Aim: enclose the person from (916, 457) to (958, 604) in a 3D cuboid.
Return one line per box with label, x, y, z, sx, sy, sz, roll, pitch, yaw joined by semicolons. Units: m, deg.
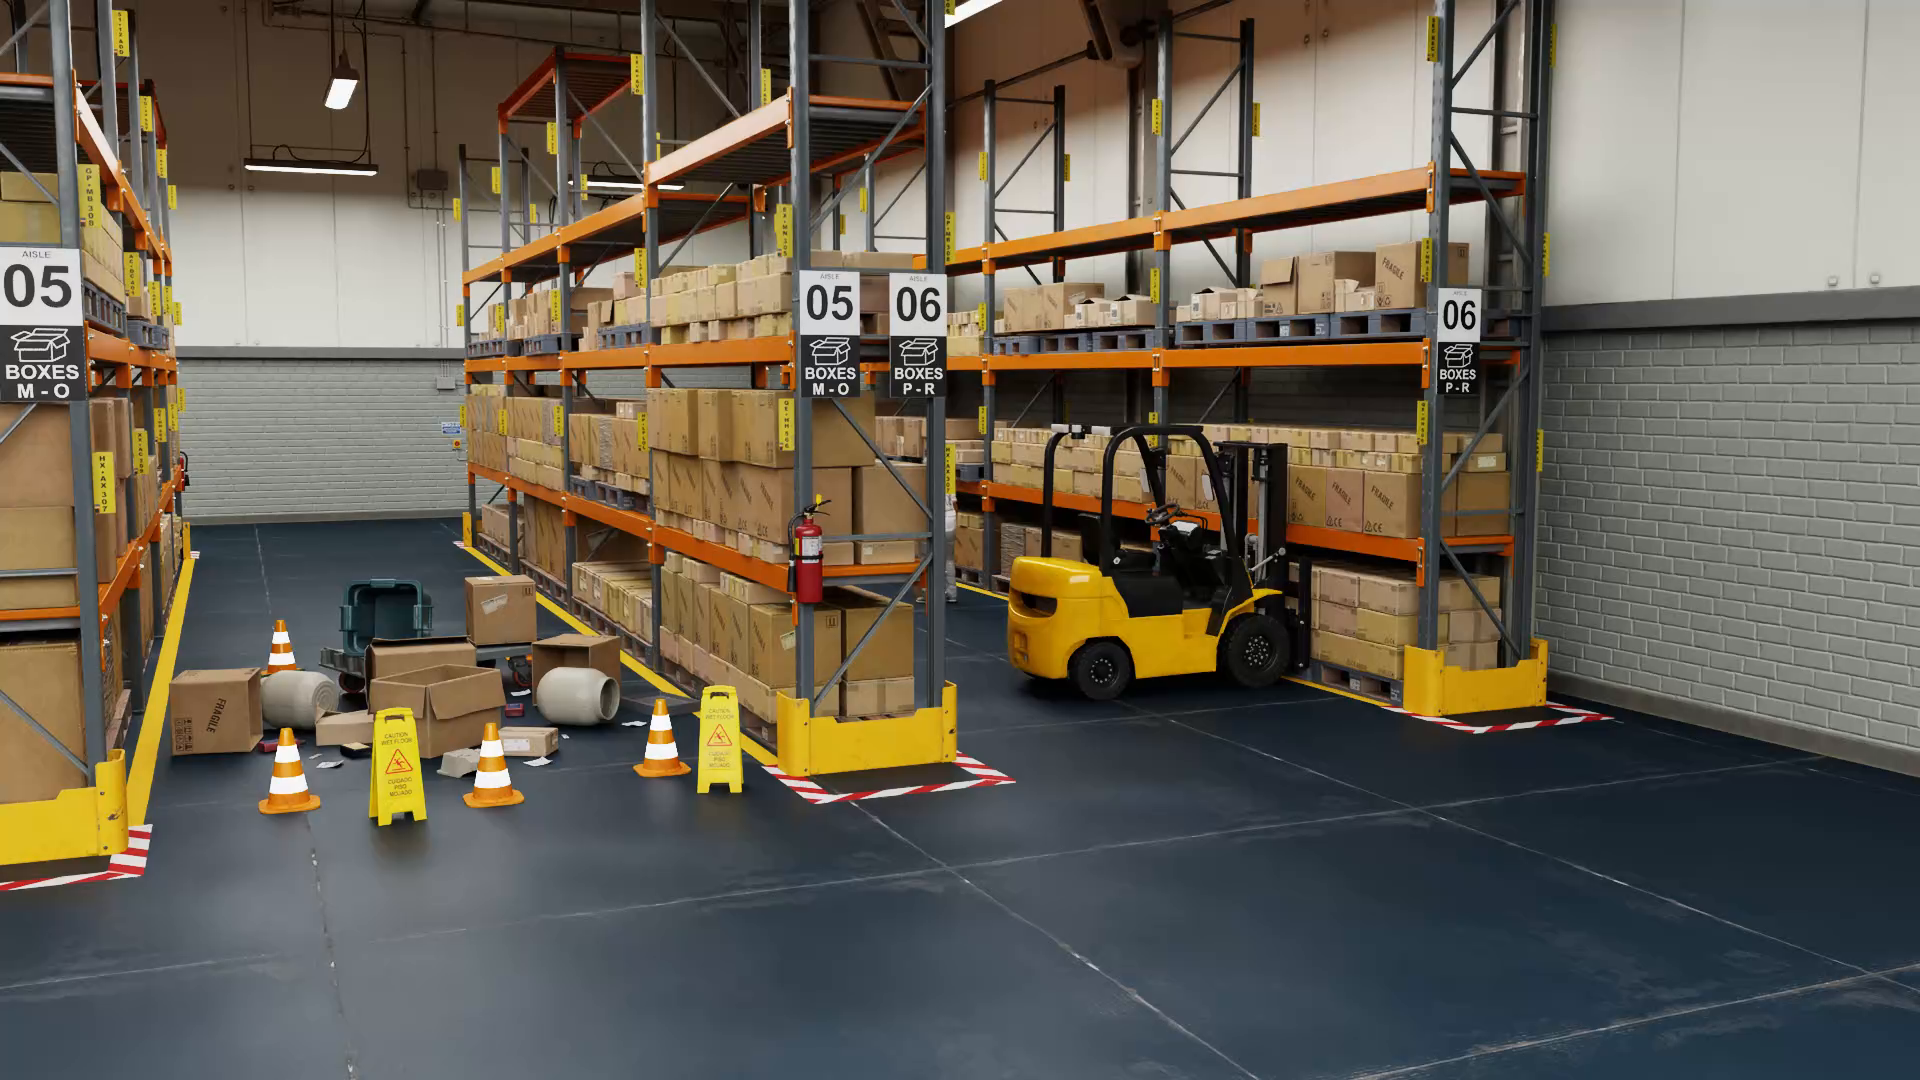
person;-0.272;-0.116;18.799;0.560;1.665;0.469;-3;6;-27
